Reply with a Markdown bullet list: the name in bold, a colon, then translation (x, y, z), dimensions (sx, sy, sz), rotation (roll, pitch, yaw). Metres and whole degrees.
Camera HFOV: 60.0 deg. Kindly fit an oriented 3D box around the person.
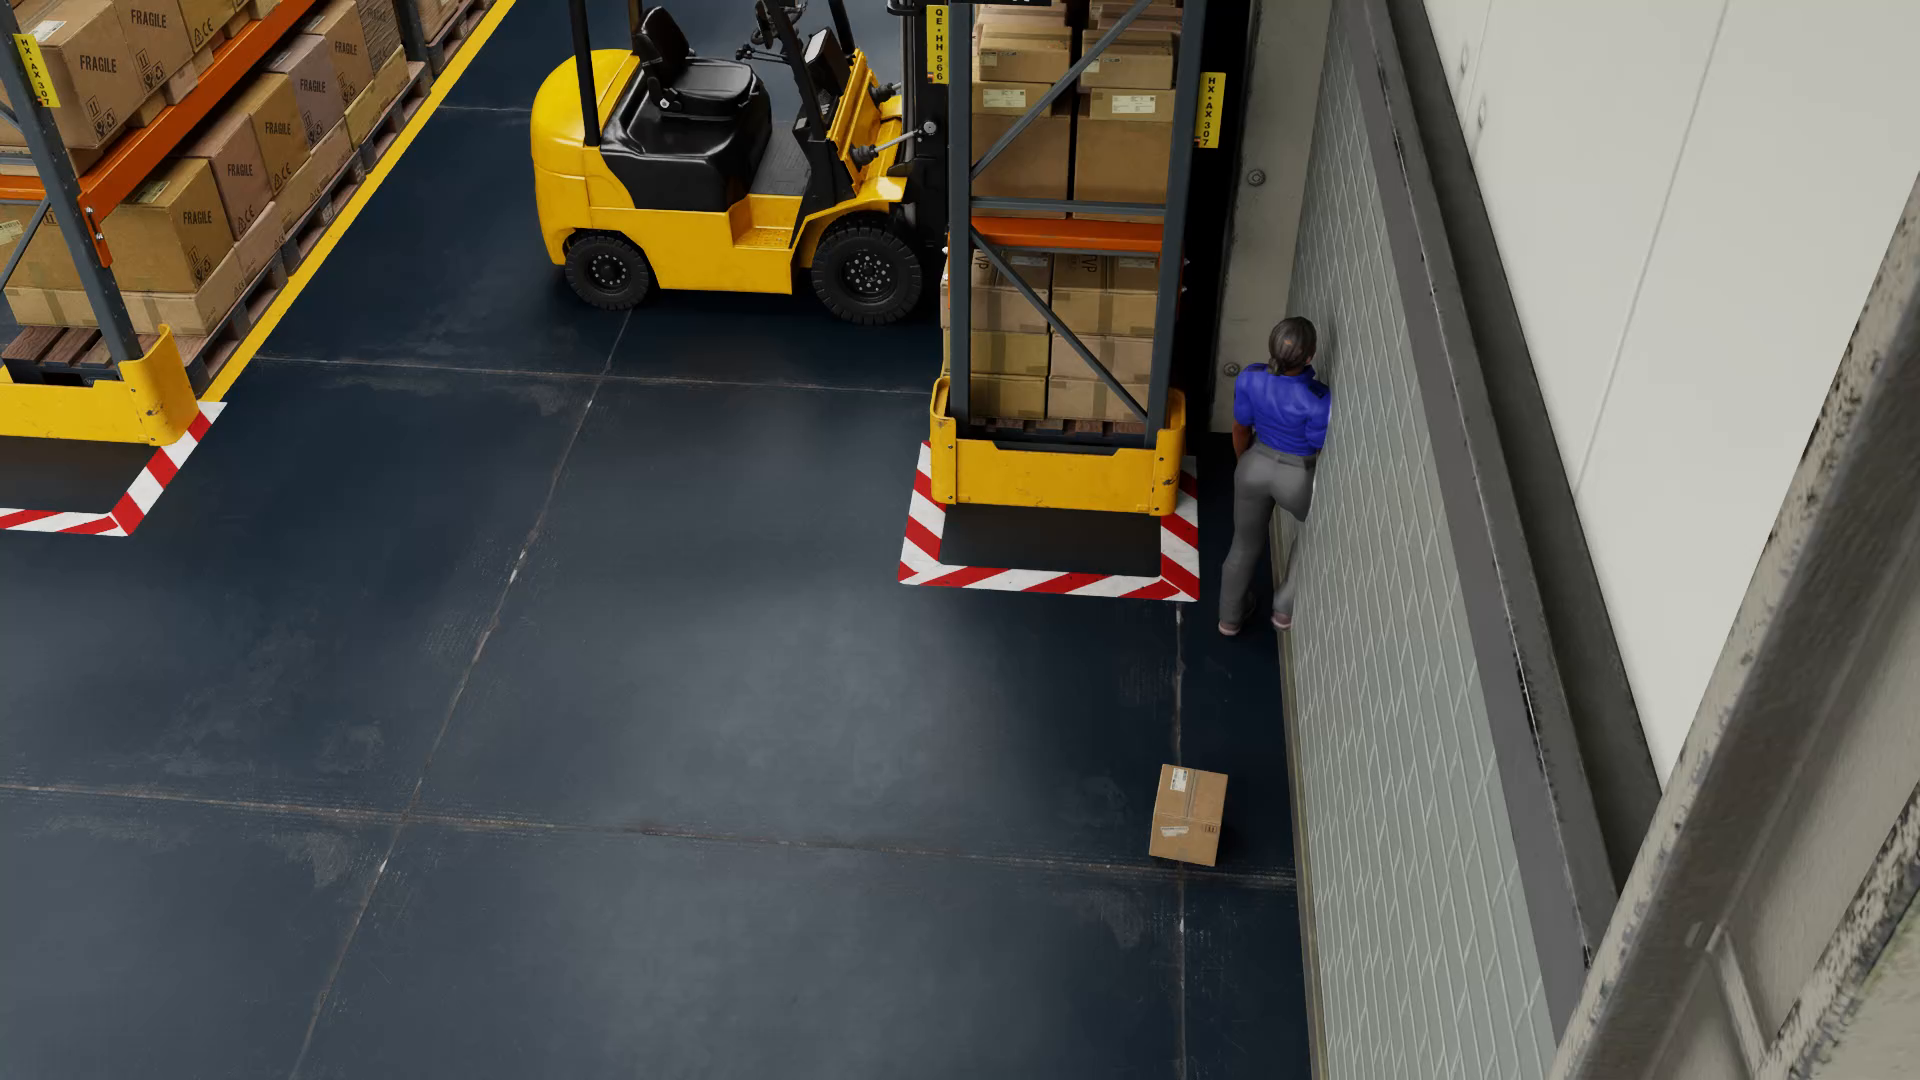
- **person**: translation (1.322, -0.251, 6.759), dimensions (0.449, 1.642, 0.509), rotation (24, 46, 25)
